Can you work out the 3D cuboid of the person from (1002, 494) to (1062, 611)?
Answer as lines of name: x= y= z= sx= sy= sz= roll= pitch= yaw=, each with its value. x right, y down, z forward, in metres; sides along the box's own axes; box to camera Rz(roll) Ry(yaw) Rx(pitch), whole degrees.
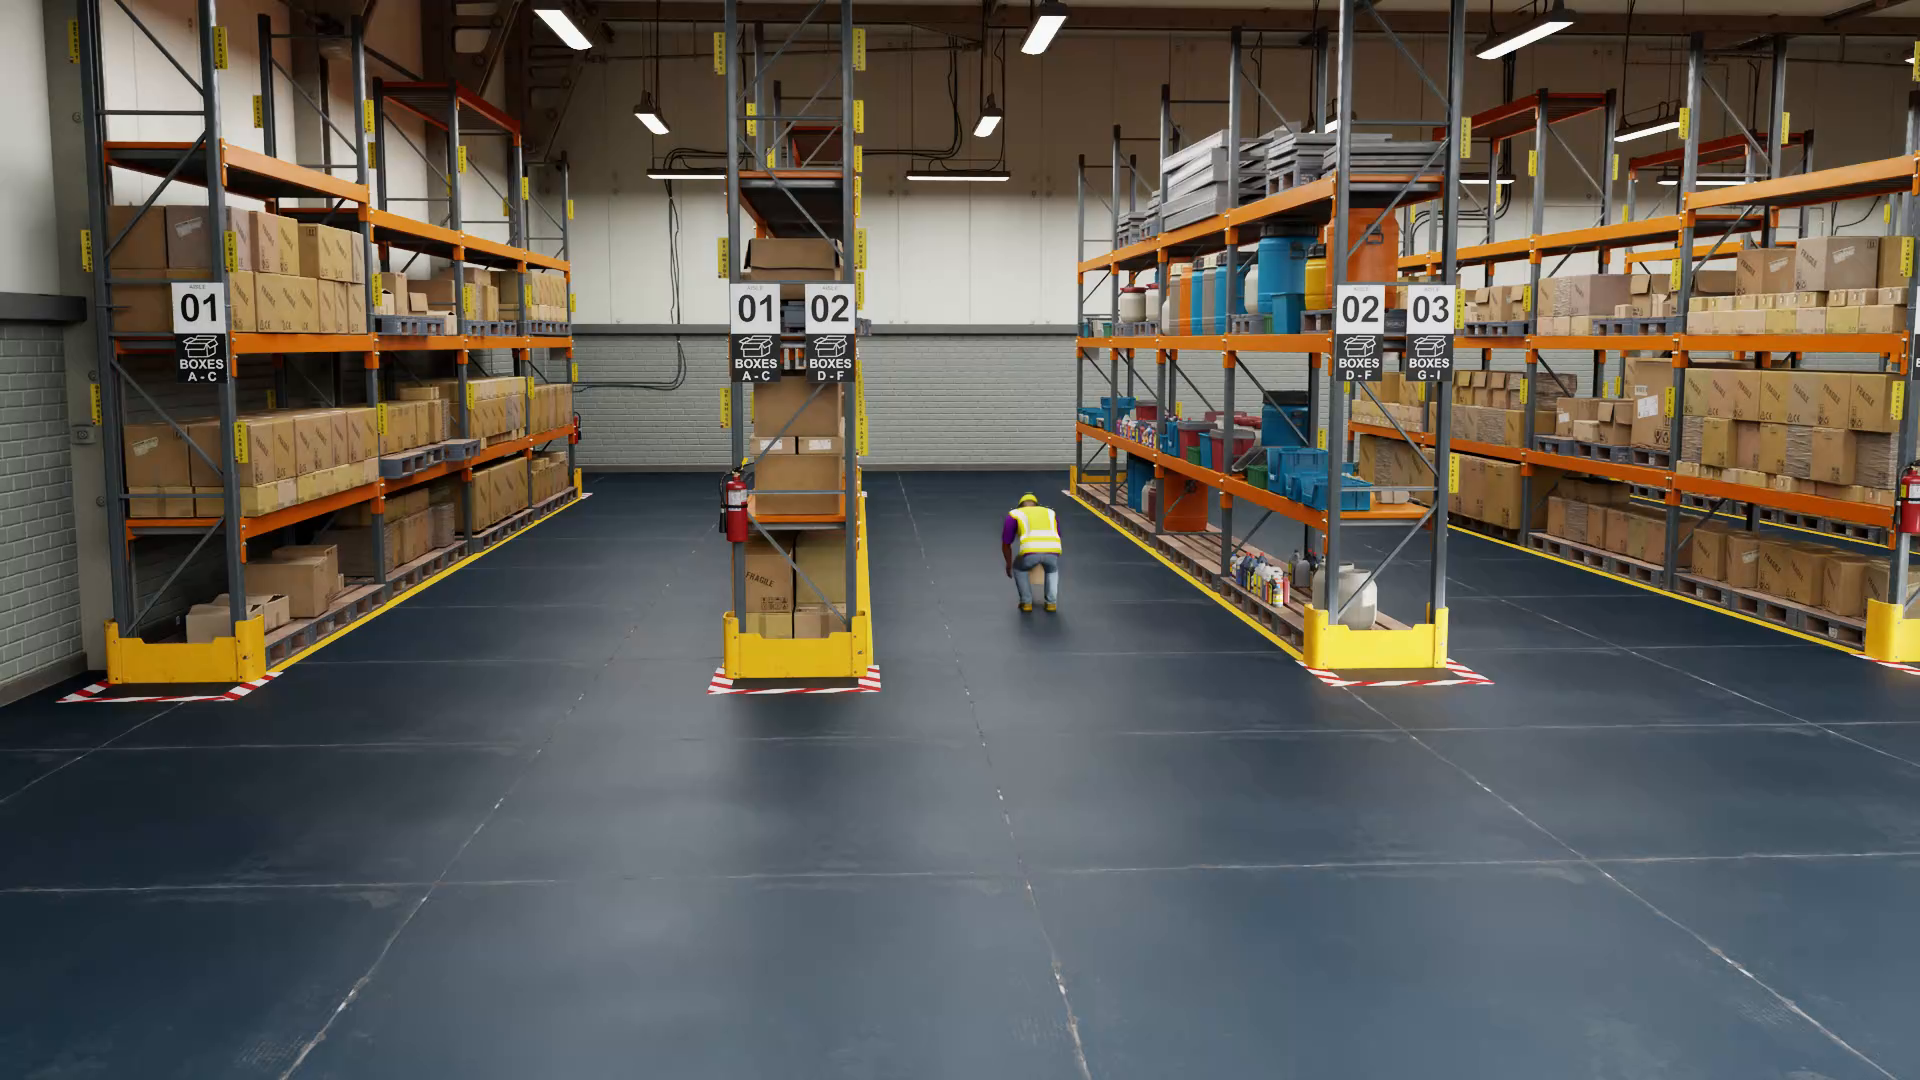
person: x=0.748 y=0.130 z=17.141 sx=0.612 sy=1.156 sz=0.852 roll=0 pitch=7 yaw=-4
